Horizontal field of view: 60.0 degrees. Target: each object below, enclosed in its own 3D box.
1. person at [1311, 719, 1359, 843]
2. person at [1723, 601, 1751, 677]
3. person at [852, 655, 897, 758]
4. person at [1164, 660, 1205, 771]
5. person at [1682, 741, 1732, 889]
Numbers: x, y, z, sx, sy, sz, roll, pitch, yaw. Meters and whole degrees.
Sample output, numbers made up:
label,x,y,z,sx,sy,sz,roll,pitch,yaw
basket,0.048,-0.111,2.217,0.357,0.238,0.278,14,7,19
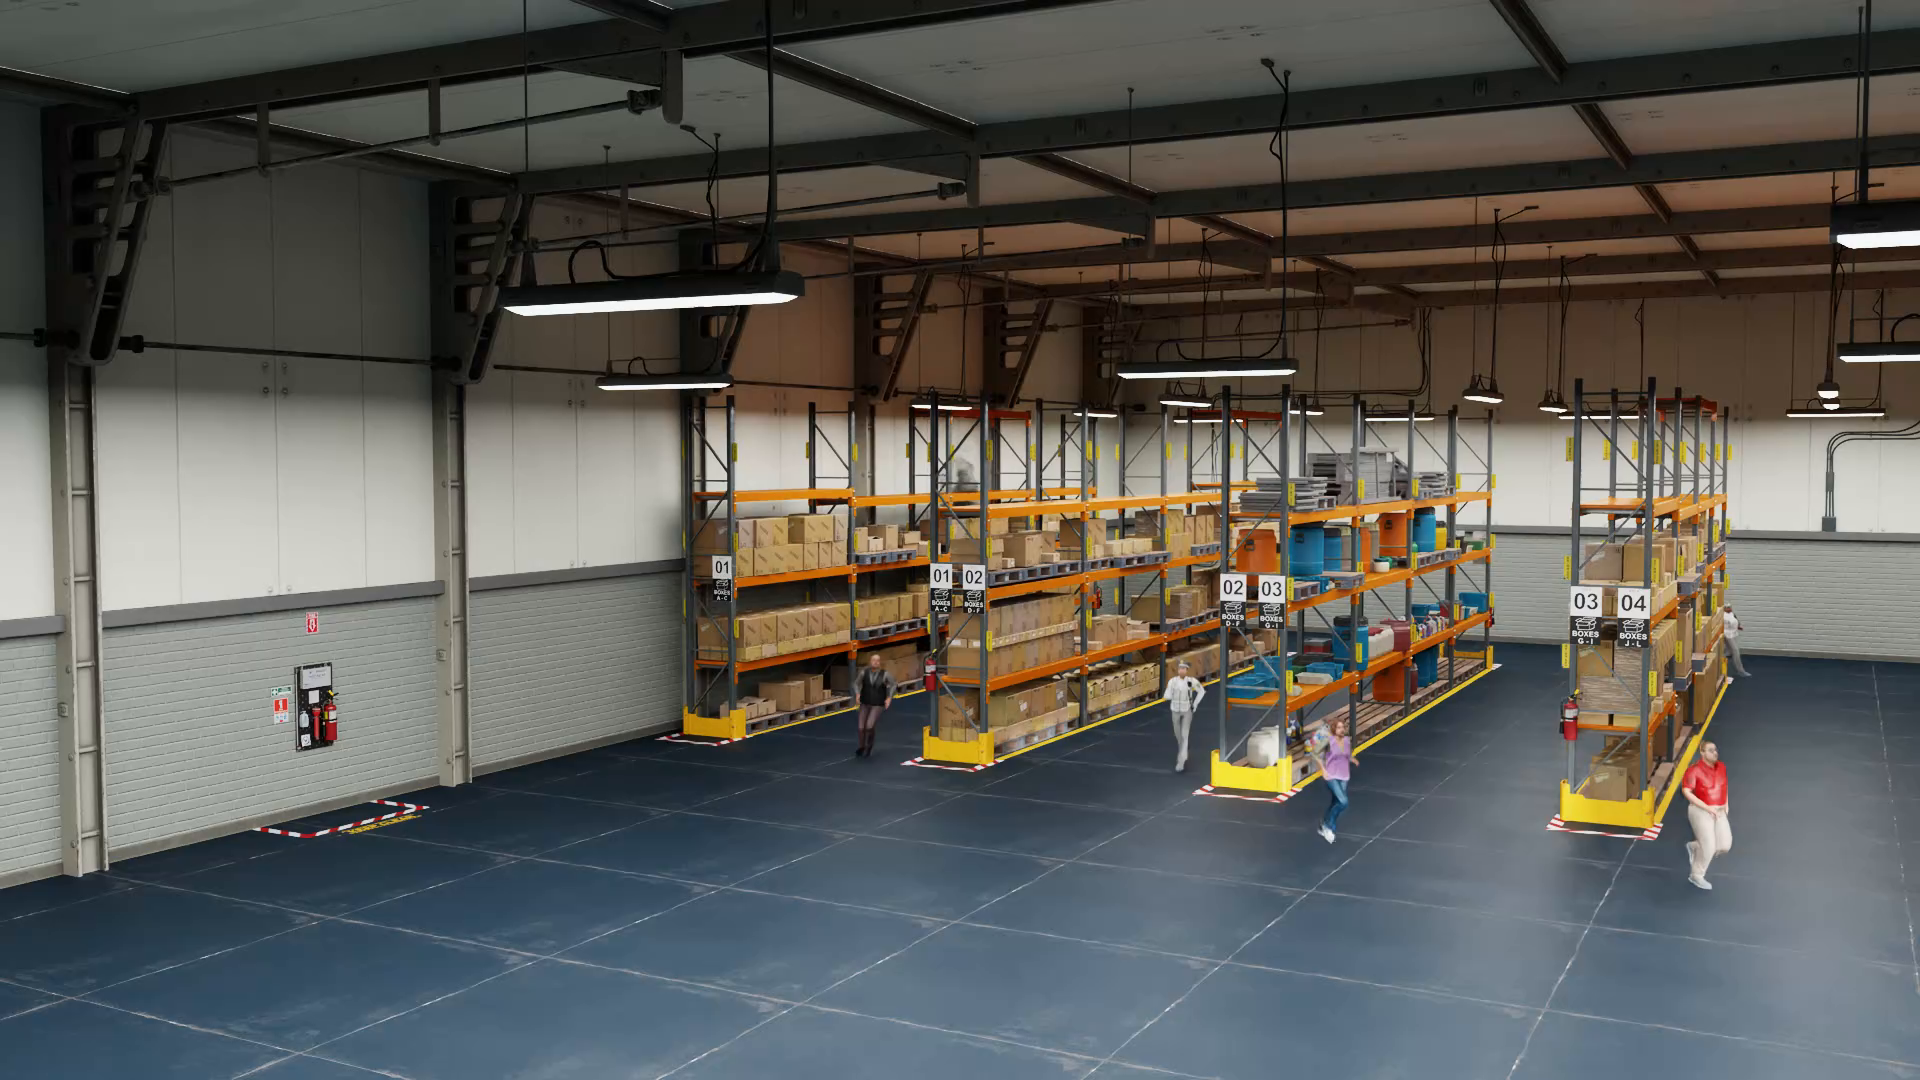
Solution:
label,x,y,z,sx,sy,sz,roll,pitch,yaw
person,4.850,3.086,21.345,0.510,1.591,0.647,-2,3,-28
person,17.254,2.192,37.255,0.640,1.673,0.883,-2,4,-38
person,-1.436,2.728,27.318,0.713,1.693,0.638,1,3,14
person,3.528,2.741,26.358,0.613,1.706,0.867,1,3,24
person,8.625,3.160,19.198,0.675,1.696,0.674,-1,3,-18
